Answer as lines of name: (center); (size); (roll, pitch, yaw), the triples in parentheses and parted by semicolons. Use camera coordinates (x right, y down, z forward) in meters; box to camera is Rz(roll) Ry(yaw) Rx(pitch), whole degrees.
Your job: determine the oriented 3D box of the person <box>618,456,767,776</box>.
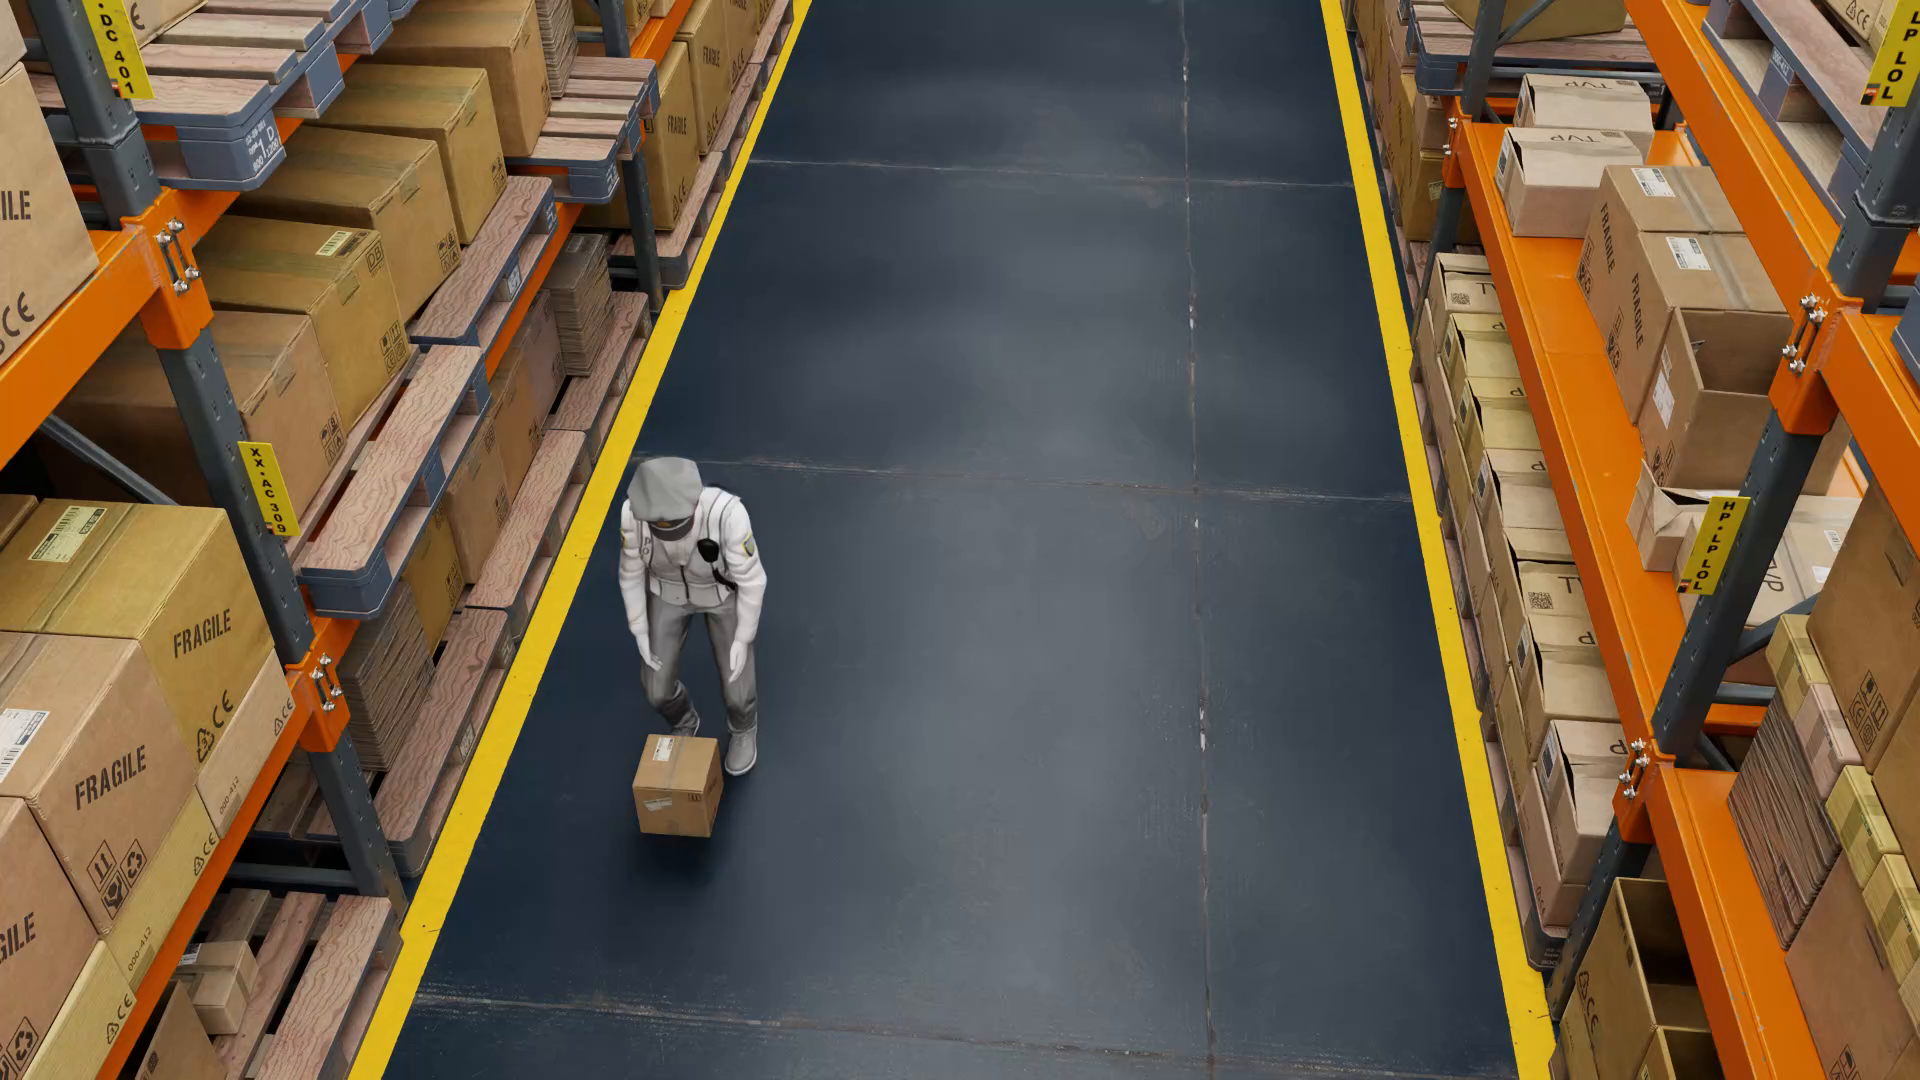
person: (-0.937, 0.265, 5.963); (0.526, 1.522, 0.591); (4, 40, 4)
